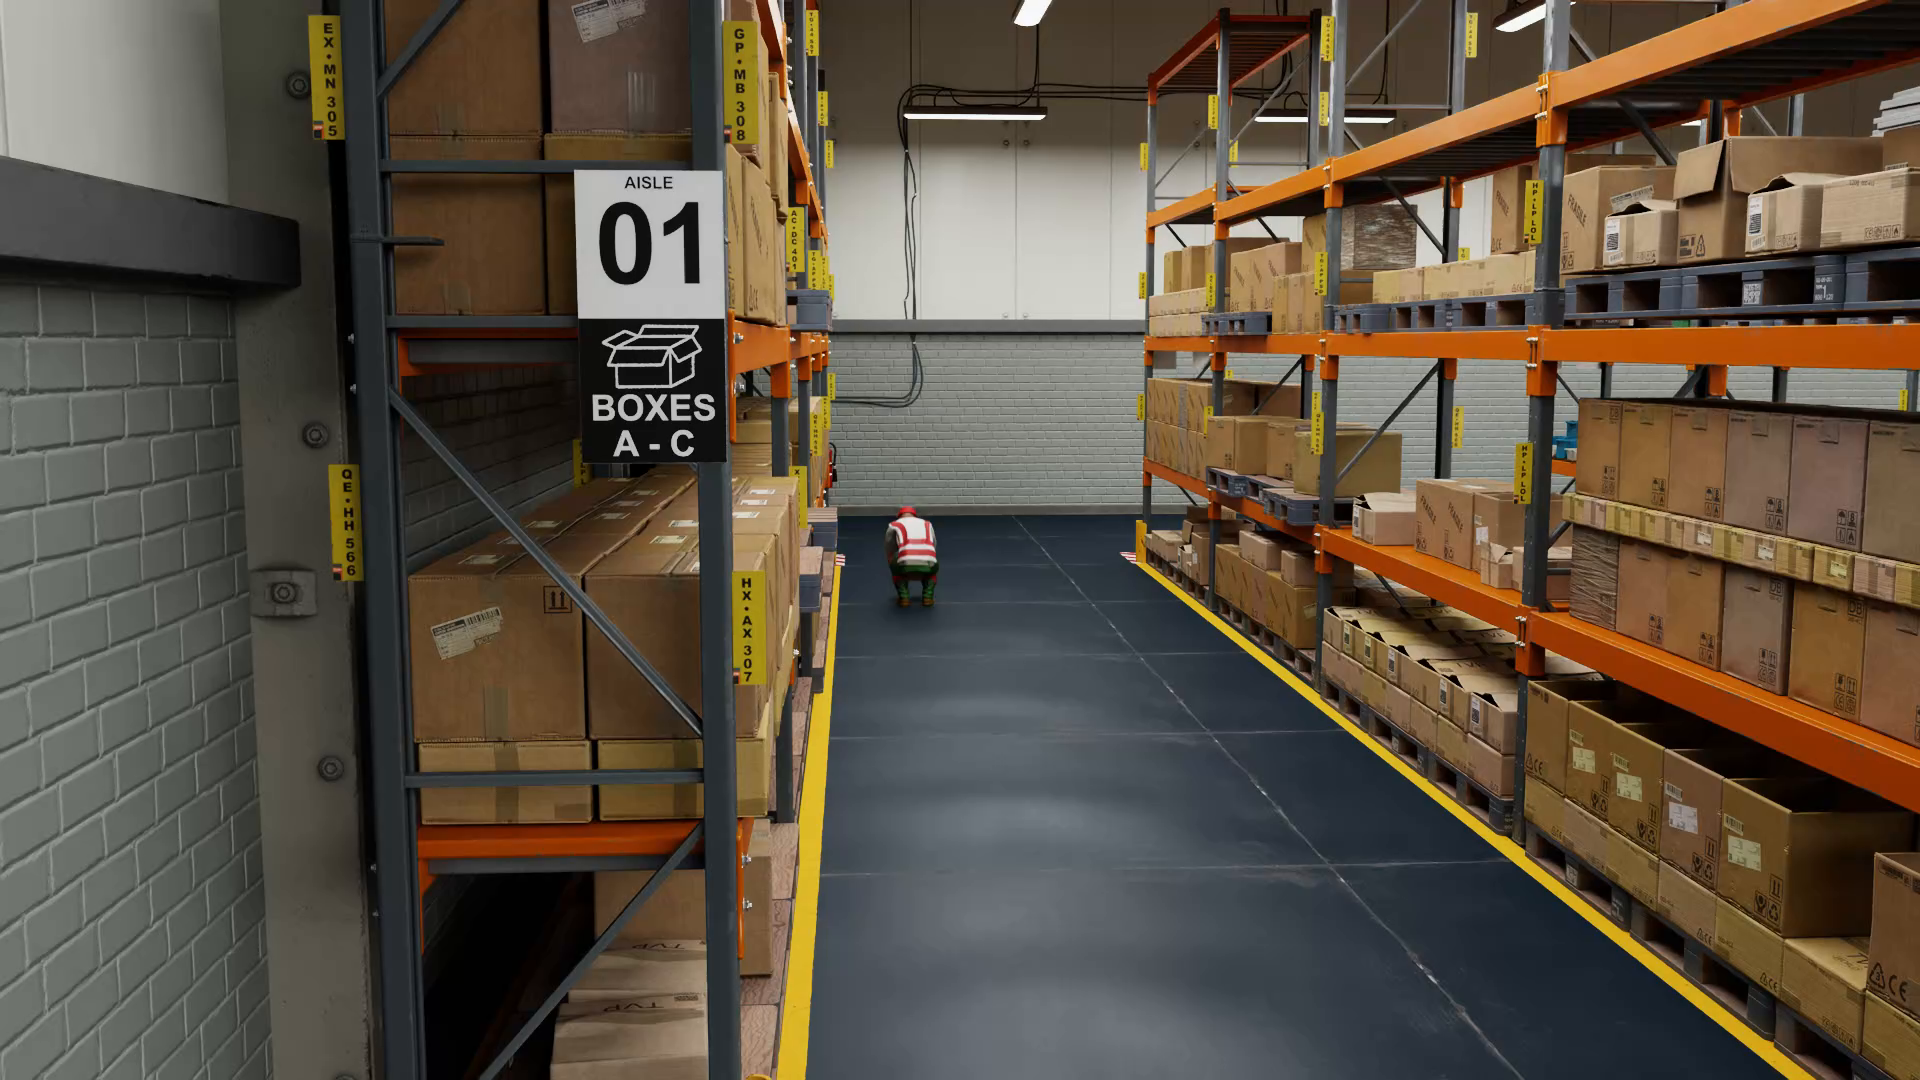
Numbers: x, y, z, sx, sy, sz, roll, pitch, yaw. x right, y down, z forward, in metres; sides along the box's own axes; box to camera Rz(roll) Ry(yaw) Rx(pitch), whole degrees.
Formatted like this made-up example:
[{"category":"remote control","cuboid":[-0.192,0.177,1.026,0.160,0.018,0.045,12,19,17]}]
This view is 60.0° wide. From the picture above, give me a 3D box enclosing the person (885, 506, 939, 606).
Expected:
[{"category":"person","cuboid":[-0.506,0.167,17.580,0.573,1.006,0.884,0,7,-4]}]
